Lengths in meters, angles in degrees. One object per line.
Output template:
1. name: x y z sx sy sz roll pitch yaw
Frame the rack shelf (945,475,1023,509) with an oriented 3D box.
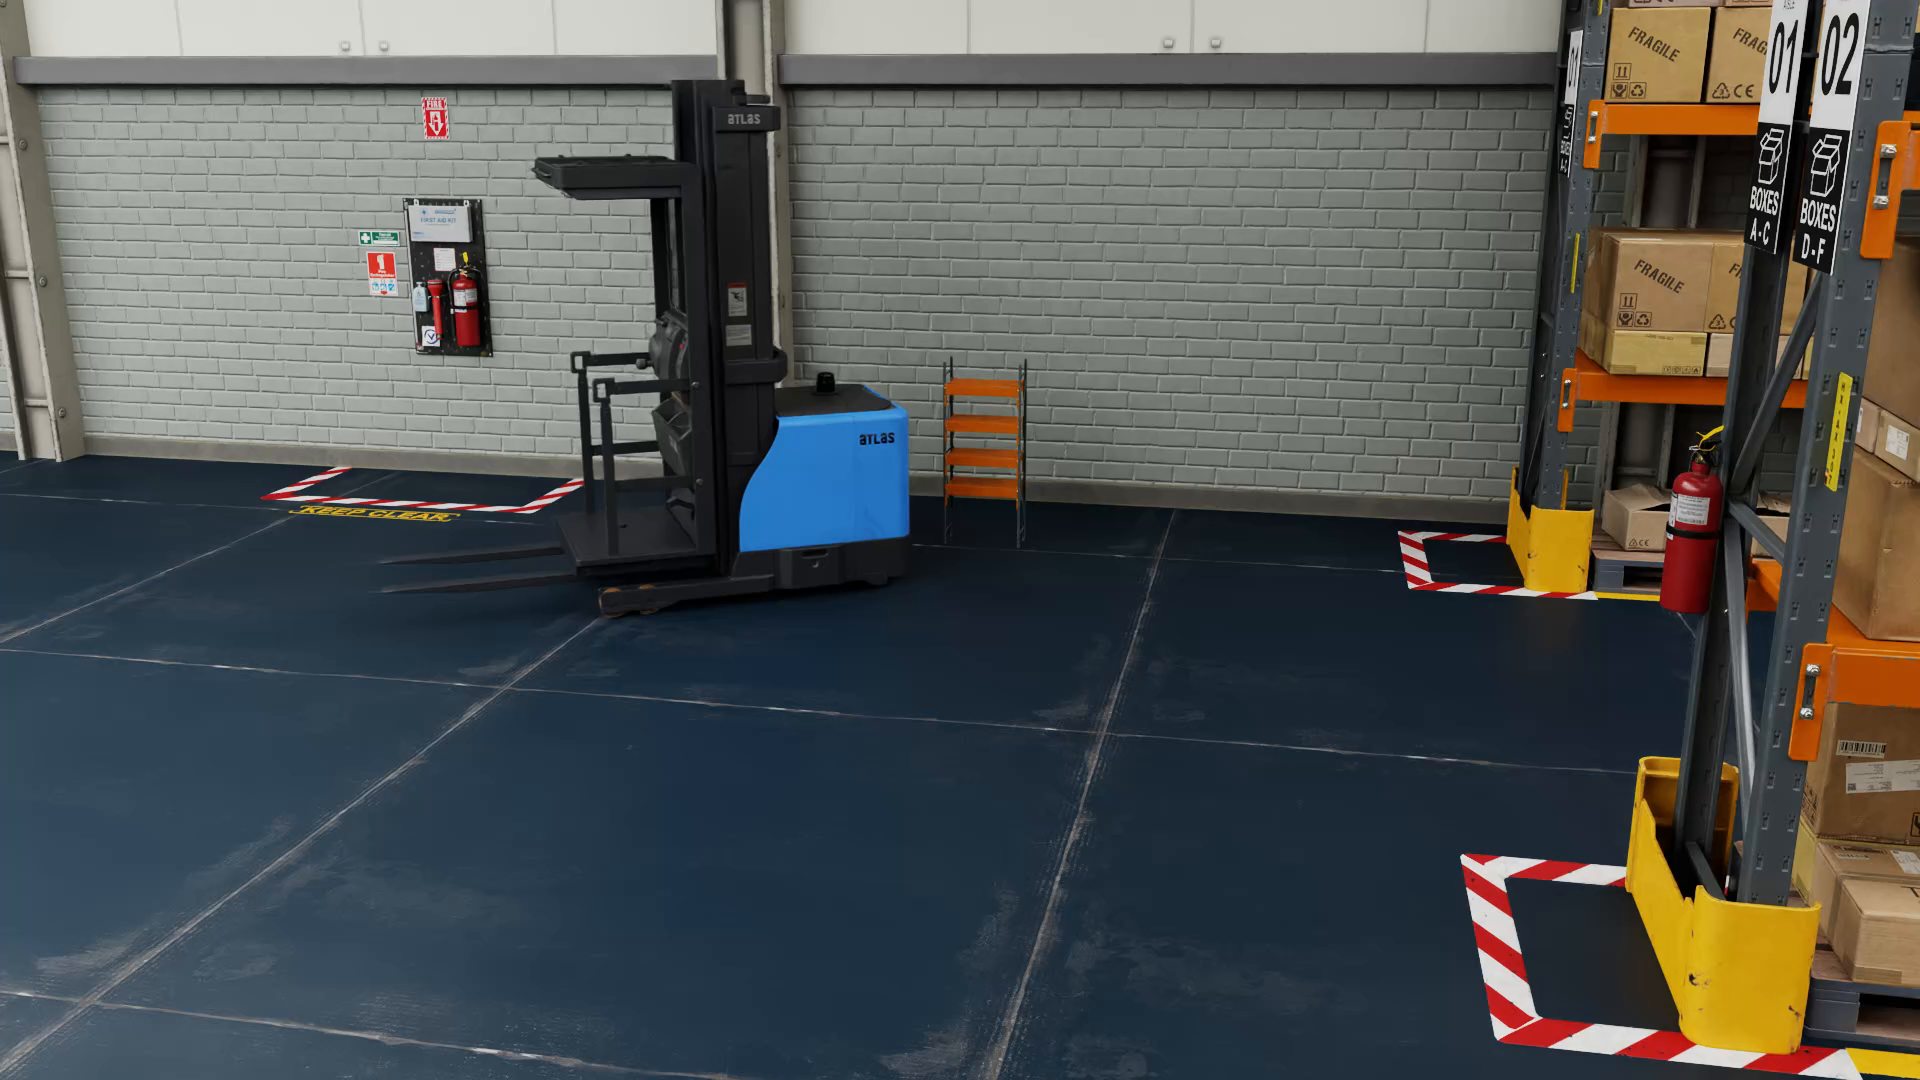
1. rack shelf: 0.162 -0.313 10.871 0.480 0.148 0.258 3 16 11

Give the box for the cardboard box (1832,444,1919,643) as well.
1. cardboard box: 3.057 -0.016 5.242 0.500 0.500 0.700 3 16 11

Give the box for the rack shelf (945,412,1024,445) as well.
1. rack shelf: 0.162 -0.720 10.758 0.480 0.148 0.258 3 16 11

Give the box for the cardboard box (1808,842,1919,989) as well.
1. cardboard box: 3.083 1.214 5.355 0.500 0.250 0.500 3 16 11

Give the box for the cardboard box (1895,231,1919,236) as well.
1. cardboard box: 5.582 -1.538 9.765 0.500 0.500 0.500 3 16 12

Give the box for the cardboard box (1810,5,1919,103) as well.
1. cardboard box: 4.892 -2.647 9.086 0.500 0.500 0.500 4 16 14

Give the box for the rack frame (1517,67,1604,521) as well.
1. rack frame: 3.586 -1.292 10.036 0.127 3.000 1.000 3 16 11

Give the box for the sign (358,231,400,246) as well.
1. sign: -4.368 -2.268 12.500 0.331 0.109 0.001 3 16 11

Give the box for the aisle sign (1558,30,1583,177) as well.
1. aisle sign: 3.455 -2.470 9.419 0.004 0.787 0.394 3 16 11

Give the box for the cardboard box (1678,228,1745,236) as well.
1. cardboard box: 4.581 -1.592 9.957 0.500 0.500 0.500 3 16 12

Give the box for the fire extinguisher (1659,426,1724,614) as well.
1. fire extinguisher: 2.579 -0.086 5.829 0.183 0.674 0.296 3 16 11

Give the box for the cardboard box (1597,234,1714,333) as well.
1. cardboard box: 3.994 -1.486 9.577 0.500 0.500 0.500 3 16 11

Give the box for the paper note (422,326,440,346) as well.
1. paper note: -4.009 -1.544 12.598 0.142 0.148 0.016 3 16 11

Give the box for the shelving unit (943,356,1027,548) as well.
1. shelving unit: 0.162 -0.569 10.800 0.503 1.200 0.258 3 16 11

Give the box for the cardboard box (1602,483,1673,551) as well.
1. cardboard box: 4.246 -0.147 10.118 0.500 0.311 0.500 1 16 5

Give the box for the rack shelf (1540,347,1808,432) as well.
1. rack shelf: 5.546 -0.838 9.748 4.000 0.370 1.077 3 16 11

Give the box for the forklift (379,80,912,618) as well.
1. forklift: -1.862 -1.131 9.586 3.031 2.935 1.130 -5 16 -19

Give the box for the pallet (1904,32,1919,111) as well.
1. pallet: 3.290 -1.354 4.808 1.213 0.211 1.003 3 16 11

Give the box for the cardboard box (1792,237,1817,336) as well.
1. cardboard box: 4.981 -1.428 9.368 0.500 0.500 0.500 3 16 9

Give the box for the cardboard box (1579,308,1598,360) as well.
1. cardboard box: 4.082 -1.255 10.146 0.500 0.250 0.500 3 16 12

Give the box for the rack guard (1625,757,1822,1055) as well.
1. rack guard: 2.579 1.208 5.695 0.348 0.500 1.175 3 16 11

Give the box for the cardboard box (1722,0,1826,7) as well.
1. cardboard box: 4.396 -3.153 9.038 0.500 0.500 0.500 3 16 10

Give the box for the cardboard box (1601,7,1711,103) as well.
1. cardboard box: 3.864 -2.712 9.319 0.500 0.500 0.500 4 16 13

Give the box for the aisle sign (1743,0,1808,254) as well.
1. aisle sign: 2.596 -1.329 5.300 0.004 0.787 0.394 3 16 11

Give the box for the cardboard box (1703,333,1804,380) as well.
1. cardboard box: 4.512 -1.096 9.573 0.500 0.250 0.500 3 16 9

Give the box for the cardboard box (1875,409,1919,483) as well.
1. cardboard box: 2.944 -0.279 4.978 0.250 0.149 0.380 3 16 11

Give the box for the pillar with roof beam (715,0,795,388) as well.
1. pillar with roof beam: -2.293 -3.565 7.004 0.400 9.000 9.100 3 16 11

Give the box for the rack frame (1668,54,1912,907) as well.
1. rack frame: 2.602 0.004 5.357 0.127 3.000 1.000 3 16 11

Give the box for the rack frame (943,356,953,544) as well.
1. rack frame: -0.077 -0.582 10.847 0.015 1.200 0.240 3 16 11

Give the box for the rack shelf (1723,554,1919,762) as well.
1. rack shelf: 4.562 0.458 5.069 4.000 0.370 1.077 3 16 11

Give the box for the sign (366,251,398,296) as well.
1. sign: -4.371 -2.015 12.580 0.234 0.329 0.001 3 16 11

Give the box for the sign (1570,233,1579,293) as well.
1. sign: 3.478 -1.567 9.408 0.005 0.325 0.100 3 16 11
